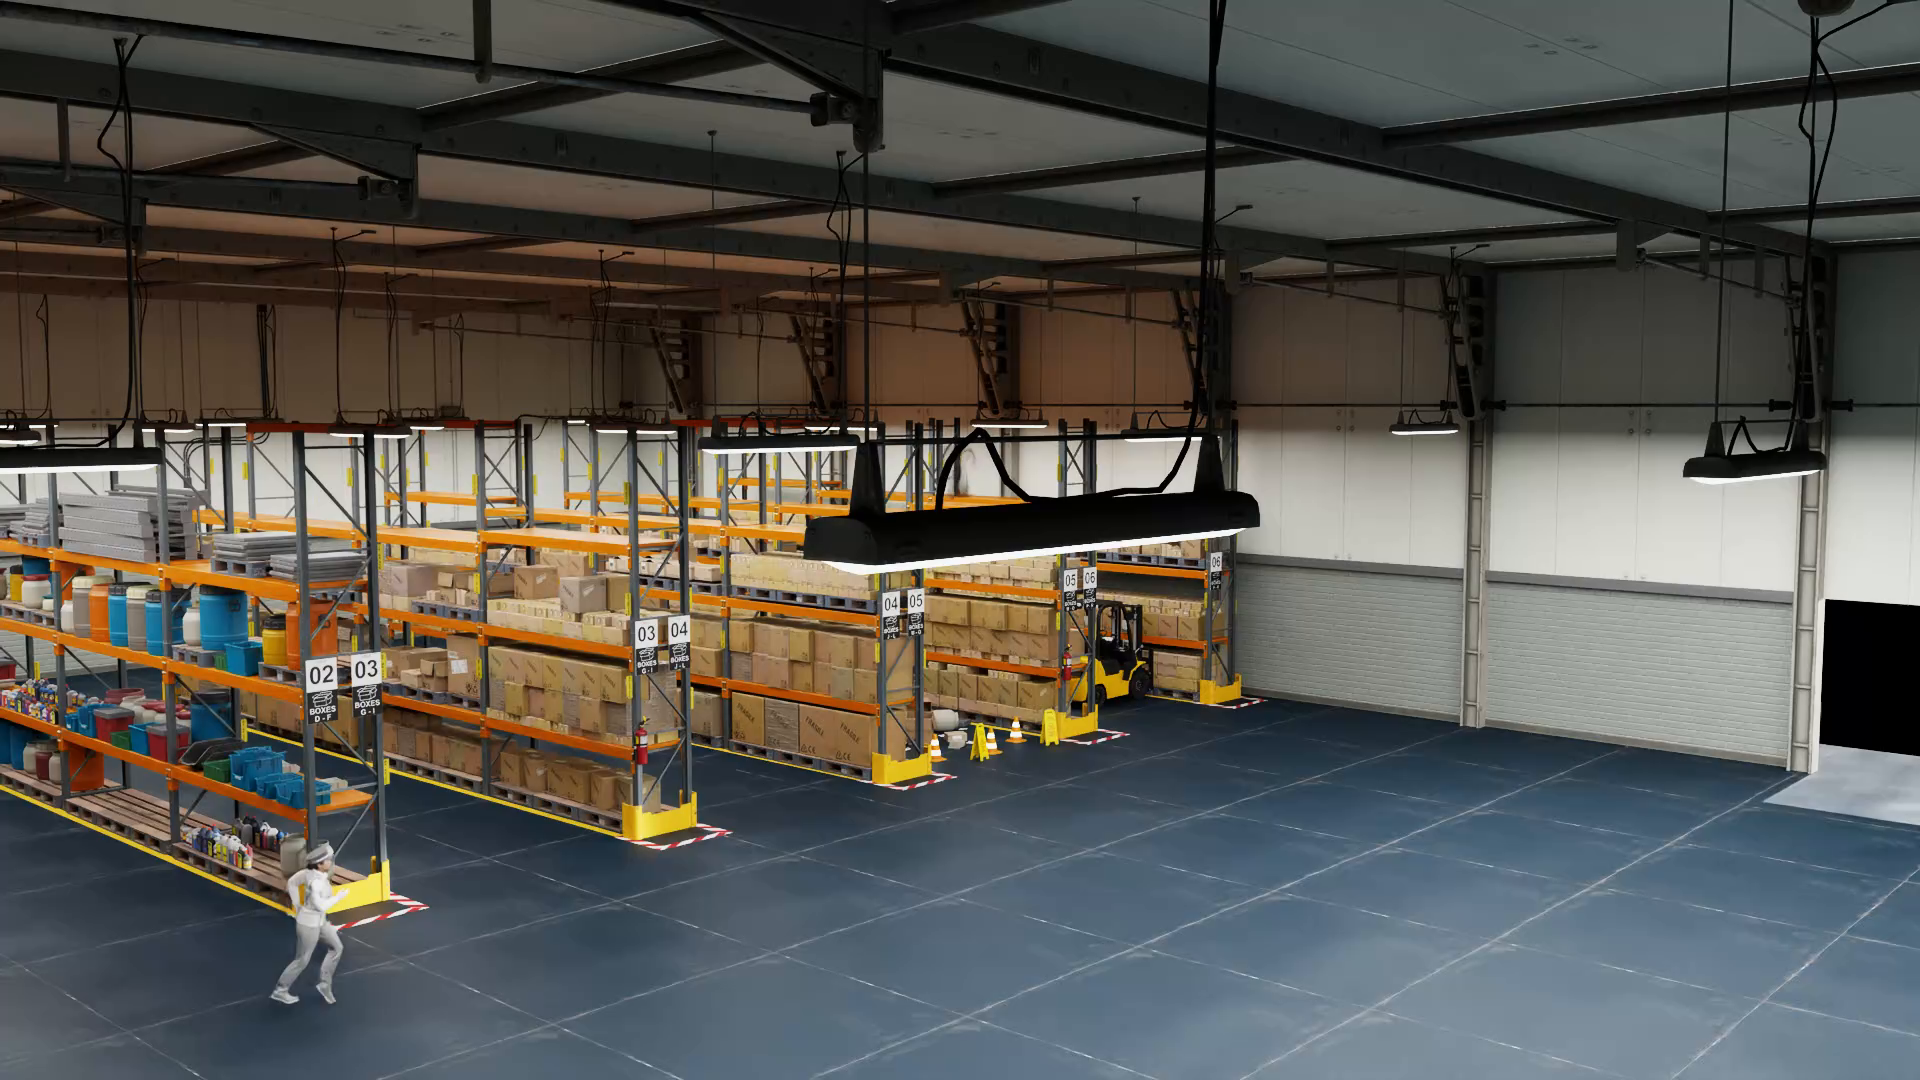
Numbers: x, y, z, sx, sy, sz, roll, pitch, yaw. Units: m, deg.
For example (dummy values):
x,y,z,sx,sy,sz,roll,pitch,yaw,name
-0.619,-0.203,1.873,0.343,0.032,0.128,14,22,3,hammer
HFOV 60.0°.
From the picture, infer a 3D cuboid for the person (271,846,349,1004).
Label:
x,y,z,sx,sy,sz,roll,pitch,yaw,name
-6.823,4.078,17.447,0.801,1.737,0.581,-1,5,-17,person
